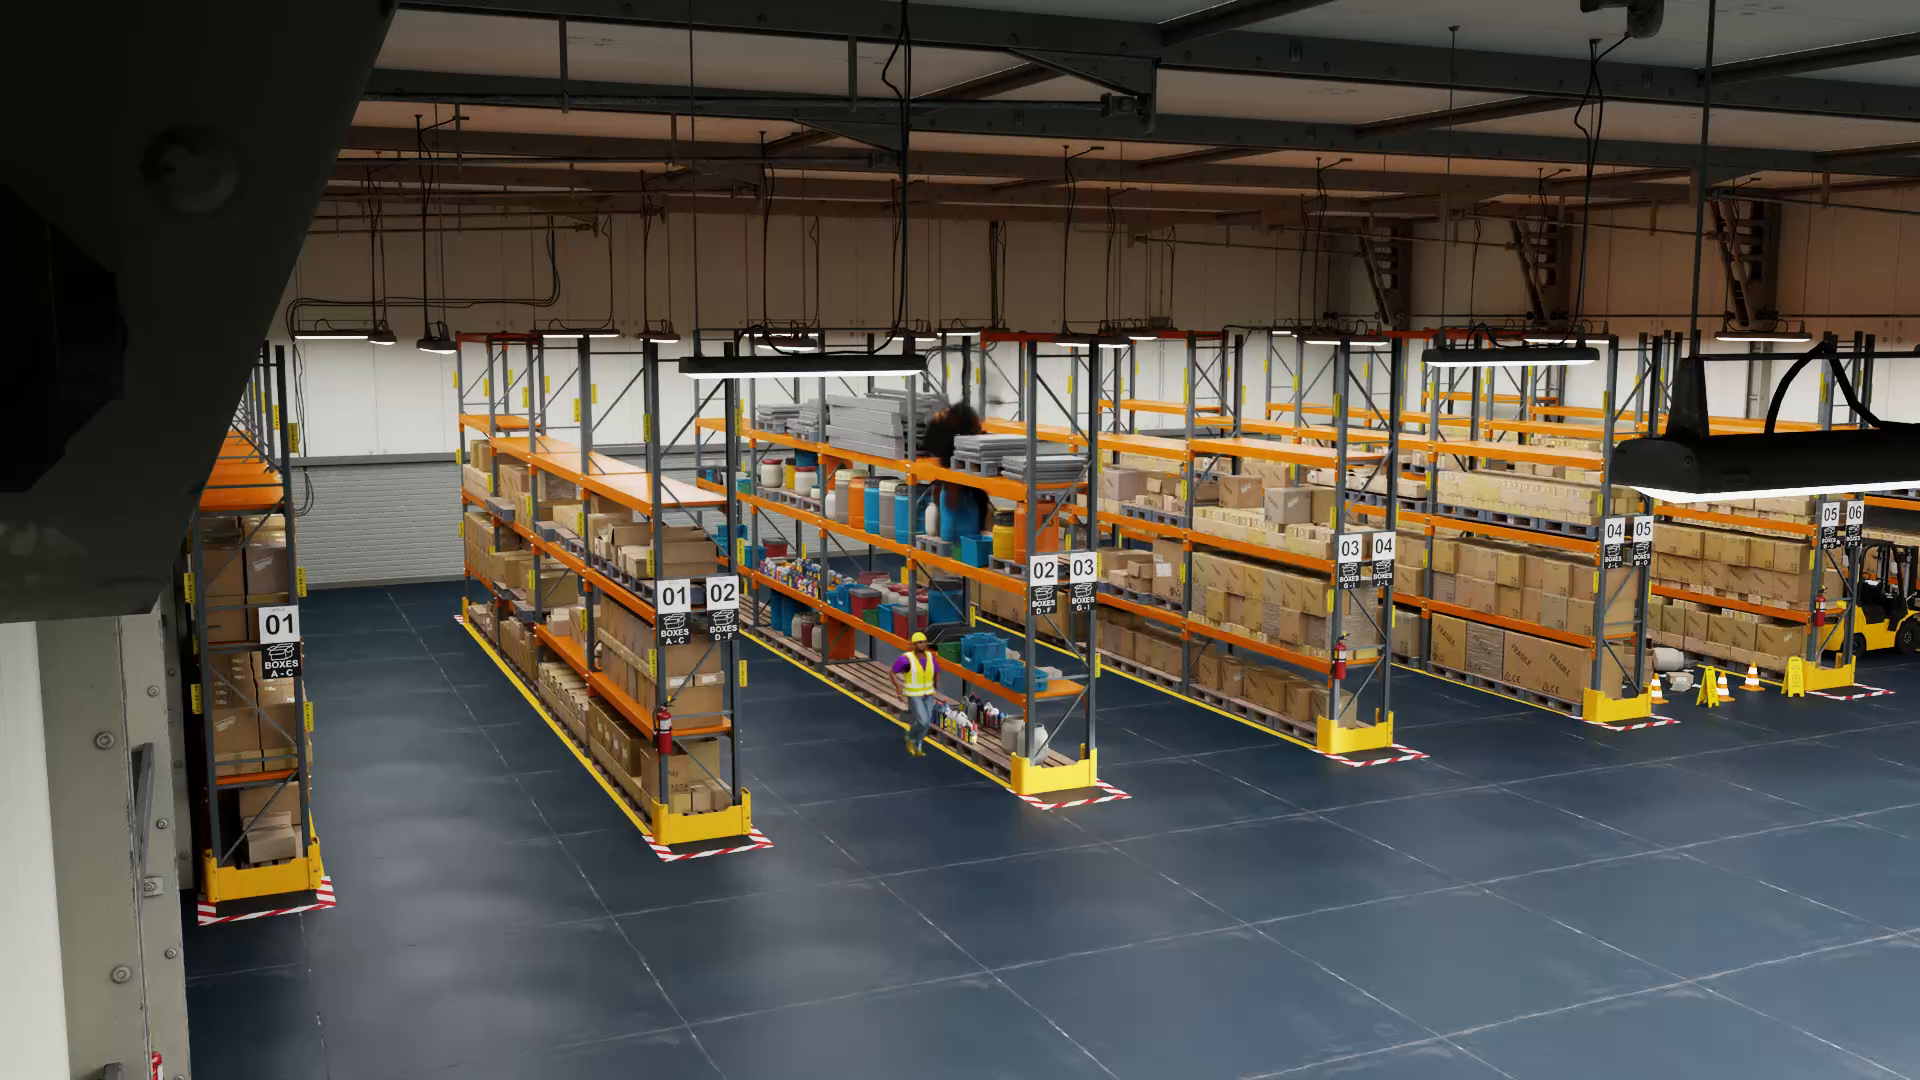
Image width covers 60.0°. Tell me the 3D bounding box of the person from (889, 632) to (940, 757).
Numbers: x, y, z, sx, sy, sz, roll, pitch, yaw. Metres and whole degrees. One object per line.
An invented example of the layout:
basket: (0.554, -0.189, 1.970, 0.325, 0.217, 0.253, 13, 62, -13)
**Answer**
person: (-0.535, 2.128, 22.705, 0.691, 1.740, 0.586, -5, 9, -32)

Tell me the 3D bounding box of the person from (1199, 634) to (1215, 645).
person: (4.768, 1.281, 31.386, 0.607, 1.687, 0.641, -4, 9, -29)
